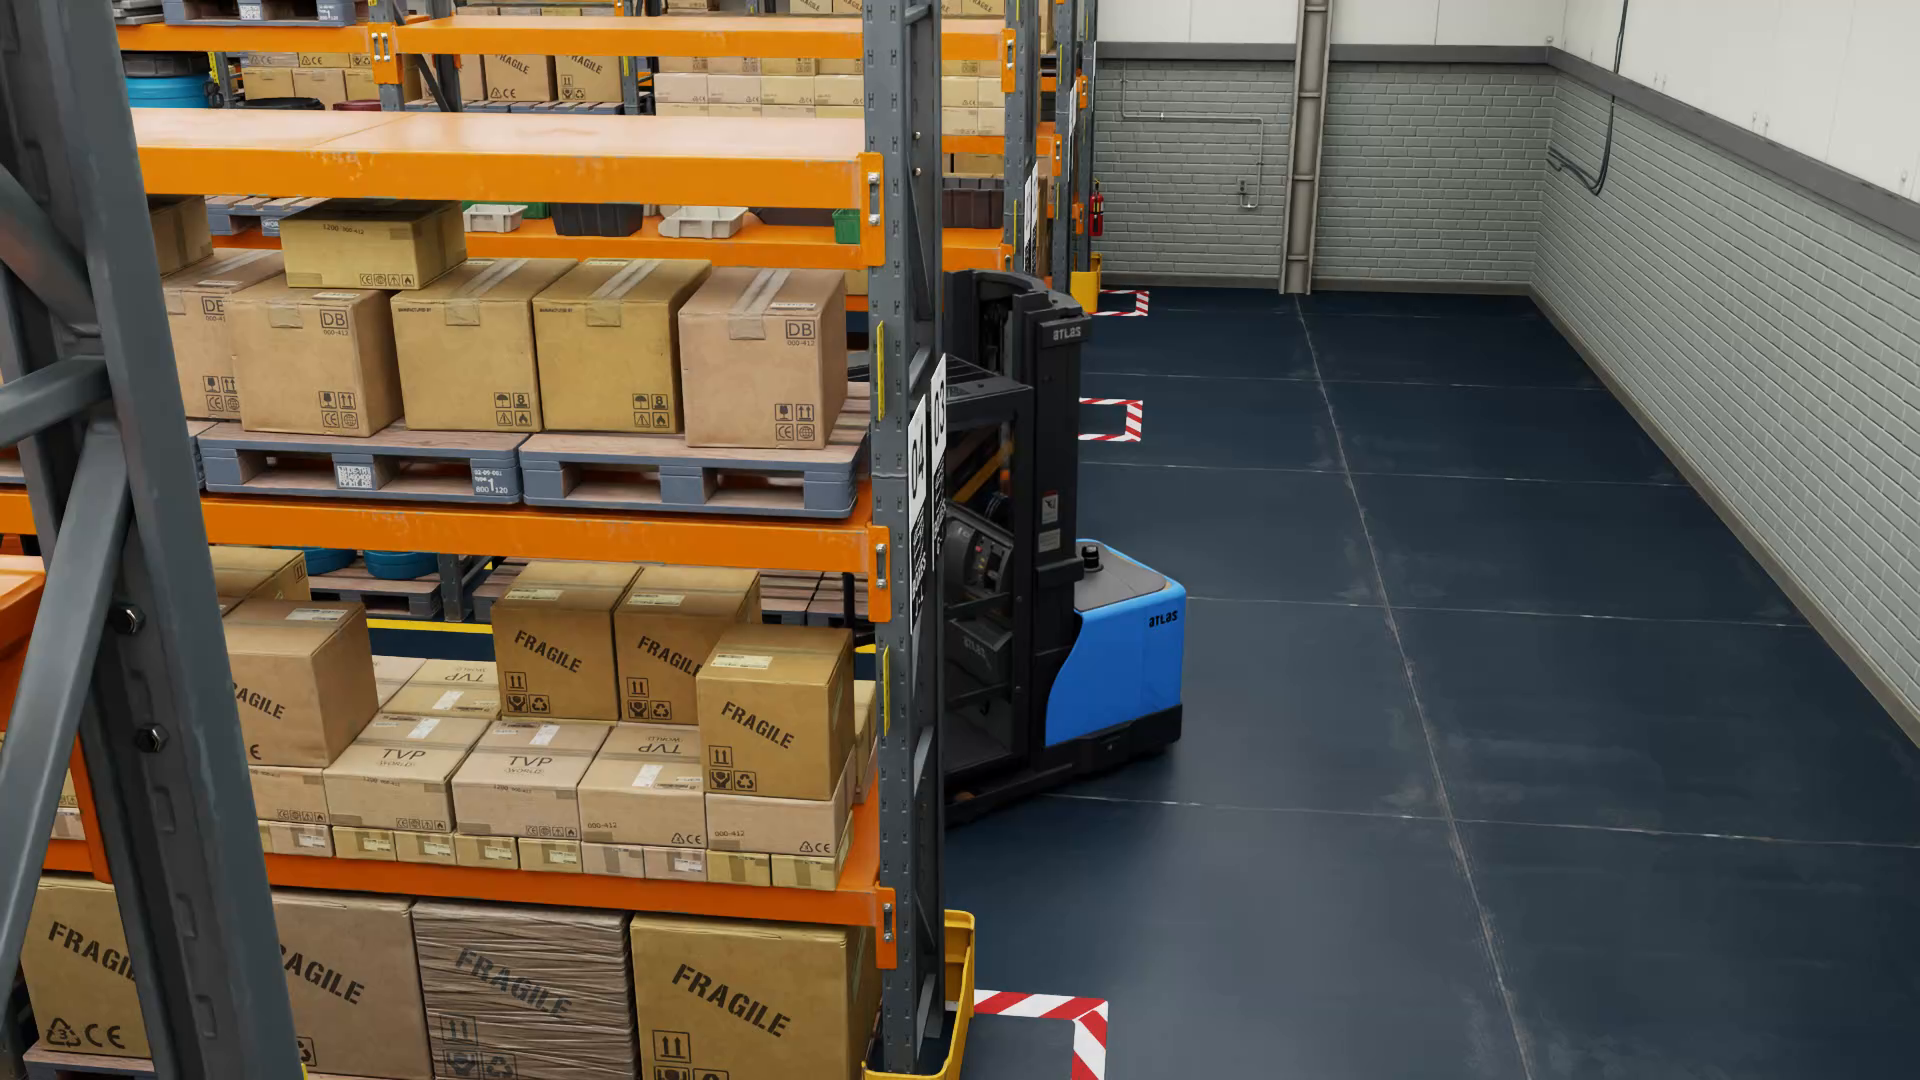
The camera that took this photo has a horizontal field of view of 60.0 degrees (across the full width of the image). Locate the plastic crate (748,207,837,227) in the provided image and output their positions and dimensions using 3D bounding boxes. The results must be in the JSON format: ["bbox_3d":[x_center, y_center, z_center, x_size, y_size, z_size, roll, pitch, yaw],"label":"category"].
[{"bbox_3d":[-1.091,-2.340,11.284,0.767,0.338,0.504,2,22,6],"label":"plastic crate"}]

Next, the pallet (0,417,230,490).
[{"bbox_3d":[-3.350,-0.487,6.632,1.213,0.211,1.003,2,22,6],"label":"pallet"}]

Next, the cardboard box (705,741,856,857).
[{"bbox_3d":[-0.702,1.008,6.609,0.500,0.250,0.500,2,22,5],"label":"cardboard box"}]

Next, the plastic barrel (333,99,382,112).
[{"bbox_3d":[-4.072,-2.748,11.476,0.433,0.535,0.433,0,22,0],"label":"plastic barrel"}]

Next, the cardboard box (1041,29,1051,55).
[{"bbox_3d":[0.801,-5.926,19.767,0.500,0.250,0.500,3,22,8],"label":"cardboard box"}]

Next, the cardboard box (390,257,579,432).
[{"bbox_3d":[-1.776,-0.758,6.355,0.500,0.500,0.700,1,22,3],"label":"cardboard box"}]

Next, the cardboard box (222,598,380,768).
[{"bbox_3d":[-2.711,0.569,6.699,0.500,0.500,0.500,2,22,5],"label":"cardboard box"}]

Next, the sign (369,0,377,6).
[{"bbox_3d":[-3.645,-3.473,10.268,0.005,0.325,0.100,2,22,6],"label":"sign"}]

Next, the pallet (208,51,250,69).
[{"bbox_3d":[-8.726,-6.142,21.071,1.003,0.211,1.213,2,22,6],"label":"pallet"}]

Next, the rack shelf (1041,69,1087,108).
[{"bbox_3d":[-0.427,-5.572,20.351,4.000,0.370,1.077,2,22,6],"label":"rack shelf"}]

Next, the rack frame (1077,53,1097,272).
[{"bbox_3d":[1.560,-4.425,20.552,0.127,3.000,1.000,2,22,6],"label":"rack frame"}]

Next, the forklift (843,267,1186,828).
[{"bbox_3d":[-0.162,0.049,9.330,3.031,2.935,1.130,-13,25,-30],"label":"forklift"}]

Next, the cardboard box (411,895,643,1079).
[{"bbox_3d":[-1.738,1.756,7.238,0.875,0.875,0.875,2,22,6],"label":"cardboard box"}]

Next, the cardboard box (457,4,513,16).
[{"bbox_3d":[-5.906,-6.417,20.777,0.500,0.500,0.700,1,22,2],"label":"cardboard box"}]

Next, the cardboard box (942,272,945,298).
[{"bbox_3d":[-0.012,-2.604,15.809,0.500,0.500,0.500,3,22,7],"label":"cardboard box"}]

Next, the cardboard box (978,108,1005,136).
[{"bbox_3d":[0.439,-3.867,15.265,0.500,0.250,0.500,2,22,6],"label":"cardboard box"}]

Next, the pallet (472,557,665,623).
[{"bbox_3d":[-2.844,0.334,12.308,1.213,0.211,1.003,2,22,6],"label":"pallet"}]

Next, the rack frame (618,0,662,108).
[{"bbox_3d":[-2.992,-5.579,15.311,0.127,3.000,1.000,2,22,6],"label":"rack frame"}]

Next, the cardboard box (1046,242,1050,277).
[{"bbox_3d":[0.853,-3.451,20.918,0.500,0.500,0.700,2,22,6],"label":"cardboard box"}]

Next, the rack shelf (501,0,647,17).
[{"bbox_3d":[-4.978,-5.145,15.736,4.000,0.370,1.077,2,22,6],"label":"rack shelf"}]

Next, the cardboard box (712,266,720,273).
[{"bbox_3d":[-2.518,-2.714,16.089,0.500,0.500,0.500,3,22,8],"label":"cardboard box"}]

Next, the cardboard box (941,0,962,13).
[{"bbox_3d":[-0.214,-6.318,19.737,0.500,0.500,0.500,2,22,4],"label":"cardboard box"}]

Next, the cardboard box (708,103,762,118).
[{"bbox_3d":[-2.042,-3.980,15.550,0.500,0.250,0.500,2,22,6],"label":"cardboard box"}]

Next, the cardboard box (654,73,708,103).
[{"bbox_3d":[-2.538,-4.235,15.516,0.500,0.250,0.500,2,22,6],"label":"cardboard box"}]

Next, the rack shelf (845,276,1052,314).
[{"bbox_3d":[-1.006,-2.368,16.328,4.000,0.370,1.077,2,22,6],"label":"rack shelf"}]

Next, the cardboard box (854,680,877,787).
[{"bbox_3d":[-0.634,0.813,7.103,0.500,0.250,0.500,2,22,5],"label":"cardboard box"}]

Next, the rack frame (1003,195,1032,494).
[{"bbox_3d":[0.394,-0.808,11.403,0.127,3.000,1.000,2,22,6],"label":"rack frame"}]

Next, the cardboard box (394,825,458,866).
[{"bbox_3d":[-2.100,1.156,6.777,0.250,0.149,0.380,3,22,7],"label":"cardboard box"}]

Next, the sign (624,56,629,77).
[{"bbox_3d":[-3.054,-4.405,15.182,0.005,0.325,0.100,2,22,6],"label":"sign"}]

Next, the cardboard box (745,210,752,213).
[{"bbox_3d":[-2.045,-3.155,15.845,0.500,0.500,0.500,2,22,5],"label":"cardboard box"}]

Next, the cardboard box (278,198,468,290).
[{"bbox_3d":[-2.194,-1.122,6.256,0.500,0.250,0.500,2,22,5],"label":"cardboard box"}]

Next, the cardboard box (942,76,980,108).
[{"bbox_3d":[-0.056,-4.124,15.236,0.500,0.250,0.500,2,22,6],"label":"cardboard box"}]

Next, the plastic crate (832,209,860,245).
[{"bbox_3d":[-0.619,-2.042,10.734,0.336,0.188,0.450,2,22,6],"label":"plastic crate"}]

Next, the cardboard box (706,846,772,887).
[{"bbox_3d":[-0.840,1.212,6.637,0.250,0.149,0.380,3,22,7],"label":"cardboard box"}]

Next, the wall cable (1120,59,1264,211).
[{"bbox_3d":[2.942,-5.187,21.098,1.851,1.984,0.084,2,22,6],"label":"wall cable"}]

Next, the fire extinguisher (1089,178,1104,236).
[{"bbox_3d":[1.655,-4.040,20.192,0.183,0.674,0.296,2,22,6],"label":"fire extinguisher"}]

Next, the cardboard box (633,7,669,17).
[{"bbox_3d":[-3.834,-6.322,20.538,0.500,0.500,0.700,2,22,5],"label":"cardboard box"}]

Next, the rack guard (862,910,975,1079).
[{"bbox_3d":[-0.165,2.164,7.285,0.348,0.500,1.175,2,22,6],"label":"rack guard"}]

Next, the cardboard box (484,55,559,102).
[{"bbox_3d":[-4.150,-4.541,15.924,0.600,0.600,0.600,2,22,6],"label":"cardboard box"}]

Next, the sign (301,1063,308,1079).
[{"bbox_3d":[-0.810,0.808,2.048,0.005,0.325,0.100,2,22,6],"label":"sign"}]

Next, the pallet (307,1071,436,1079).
[{"bbox_3d":[-2.201,2.238,7.492,1.213,0.211,1.003,2,22,6],"label":"pallet"}]

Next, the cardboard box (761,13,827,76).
[{"bbox_3d":[-1.527,-4.595,15.408,0.500,0.500,0.700,2,22,6],"label":"cardboard box"}]

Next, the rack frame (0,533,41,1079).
[{"bbox_3d":[-4.161,0.828,7.266,0.127,3.000,1.000,2,22,6],"label":"rack frame"}]

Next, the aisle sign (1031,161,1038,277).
[{"bbox_3d":[0.500,-2.122,11.191,0.004,0.787,0.394,2,22,6],"label":"aisle sign"}]

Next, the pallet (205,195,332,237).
[{"bbox_3d":[-4.369,-2.286,11.319,1.003,0.211,1.213,2,22,6],"label":"pallet"}]

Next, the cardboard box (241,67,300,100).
[{"bbox_3d":[-6.527,-4.397,16.266,0.500,0.500,0.910,2,22,6],"label":"cardboard box"}]

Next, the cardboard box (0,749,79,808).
[{"bbox_3d":[-3.726,0.875,6.946,0.500,0.250,0.500,2,22,5],"label":"cardboard box"}]

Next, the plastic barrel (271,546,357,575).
[{"bbox_3d":[-4.820,-0.260,12.302,0.708,0.901,0.600,2,22,6],"label":"plastic barrel"}]

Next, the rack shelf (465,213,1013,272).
[{"bbox_3d":[-1.593,-1.954,11.202,4.000,0.370,1.077,2,22,6],"label":"rack shelf"}]
